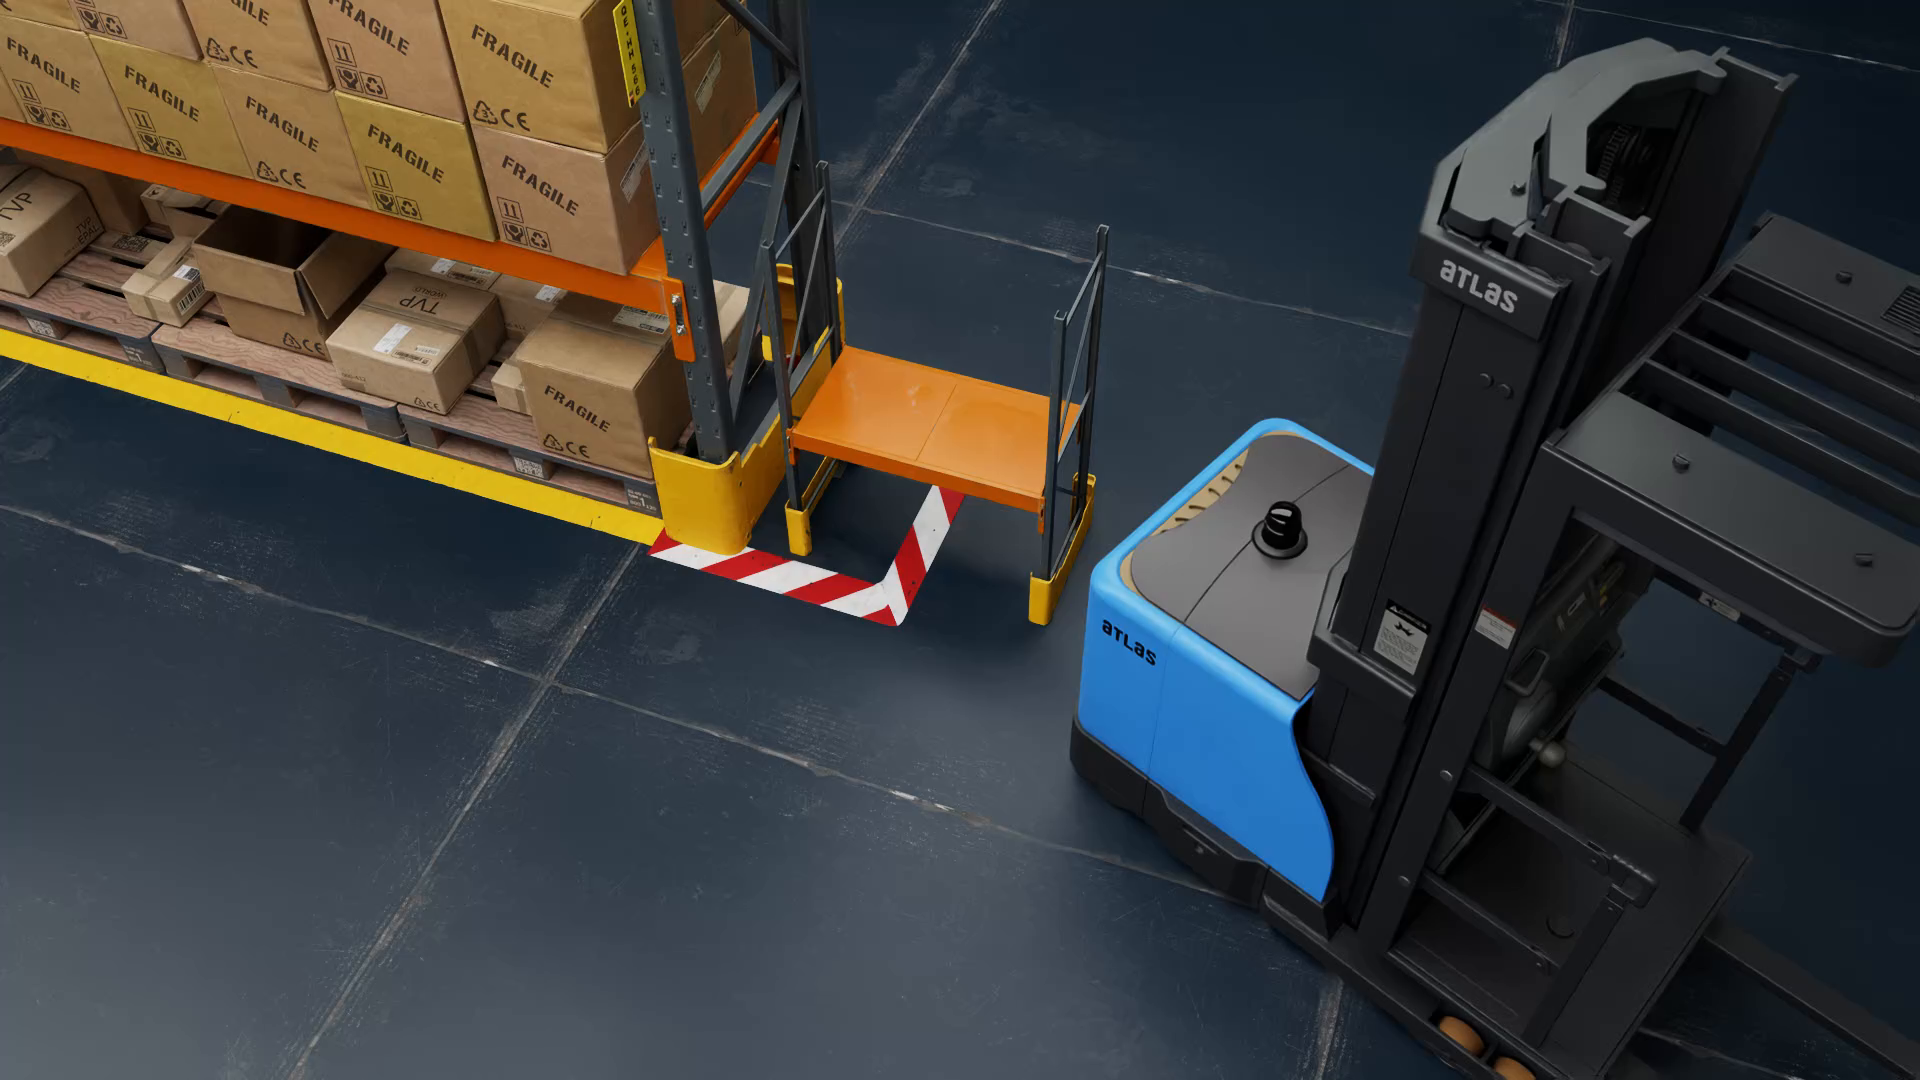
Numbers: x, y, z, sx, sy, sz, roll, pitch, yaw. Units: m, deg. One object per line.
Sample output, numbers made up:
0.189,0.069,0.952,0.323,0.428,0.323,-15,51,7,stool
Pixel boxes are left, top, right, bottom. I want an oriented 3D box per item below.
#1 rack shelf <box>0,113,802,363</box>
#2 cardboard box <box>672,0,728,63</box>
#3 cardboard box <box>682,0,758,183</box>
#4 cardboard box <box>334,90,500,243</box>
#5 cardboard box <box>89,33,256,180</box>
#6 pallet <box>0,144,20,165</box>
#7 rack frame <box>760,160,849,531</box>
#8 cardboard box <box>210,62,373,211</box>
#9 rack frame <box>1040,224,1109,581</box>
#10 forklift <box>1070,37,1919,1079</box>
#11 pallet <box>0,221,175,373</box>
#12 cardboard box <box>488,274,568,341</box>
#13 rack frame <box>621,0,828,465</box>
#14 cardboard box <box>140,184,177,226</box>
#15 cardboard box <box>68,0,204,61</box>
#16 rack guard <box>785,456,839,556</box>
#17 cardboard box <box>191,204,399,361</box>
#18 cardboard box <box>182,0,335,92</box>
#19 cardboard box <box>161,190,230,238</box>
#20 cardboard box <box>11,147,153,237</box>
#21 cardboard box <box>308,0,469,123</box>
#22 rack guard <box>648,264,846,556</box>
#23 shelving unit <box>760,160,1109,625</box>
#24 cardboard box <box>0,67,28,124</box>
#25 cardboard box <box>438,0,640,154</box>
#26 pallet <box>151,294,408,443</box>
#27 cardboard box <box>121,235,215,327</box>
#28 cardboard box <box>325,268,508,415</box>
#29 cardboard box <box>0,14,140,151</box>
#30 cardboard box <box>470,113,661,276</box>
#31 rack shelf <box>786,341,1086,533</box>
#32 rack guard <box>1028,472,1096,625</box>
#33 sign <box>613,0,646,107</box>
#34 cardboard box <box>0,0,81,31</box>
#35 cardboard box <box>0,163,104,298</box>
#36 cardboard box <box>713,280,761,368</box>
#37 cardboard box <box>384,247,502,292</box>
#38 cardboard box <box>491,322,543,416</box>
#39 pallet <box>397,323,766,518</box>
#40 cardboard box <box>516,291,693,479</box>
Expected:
-2.638,-1.634,6.524,4.000,0.370,1.077,16,51,13,rack shelf
-1.086,-2.009,5.645,0.500,0.500,0.500,17,51,14,cardboard box
-1.086,-1.682,6.023,0.500,0.500,0.500,17,51,14,cardboard box
-1.764,-1.436,5.810,0.500,0.500,0.500,16,51,13,cardboard box
-2.703,-1.703,6.041,0.500,0.500,0.500,15,51,13,cardboard box
-5.290,-1.666,7.921,1.213,0.211,1.003,16,51,13,pallet
-0.557,-0.647,6.185,0.032,1.500,0.500,16,51,13,rack frame
-2.230,-1.571,5.927,0.500,0.500,0.500,16,51,13,cardboard box
0.397,-0.380,5.954,0.032,1.500,0.500,16,51,13,rack frame
1.812,0.331,4.390,3.031,2.935,1.130,35,57,26,forklift
-3.870,-1.299,7.603,1.213,0.211,1.003,16,51,13,pallet
-1.642,-1.064,7.082,0.500,0.250,0.500,16,51,13,cardboard box
-0.761,-1.346,5.798,0.127,3.000,1.000,16,51,13,rack frame
-3.508,-1.600,7.614,0.250,0.149,0.380,16,51,13,cardboard box
-2.718,-2.026,5.660,0.500,0.500,0.500,17,51,14,cardboard box
-0.539,-0.232,6.652,0.087,0.250,0.587,16,51,13,rack guard
-2.750,-1.231,7.060,0.637,0.503,0.797,16,51,13,cardboard box
-2.236,-1.892,5.543,0.500,0.500,0.500,17,51,14,cardboard box
-3.177,-1.512,7.430,0.500,0.311,0.500,16,51,13,cardboard box
-3.881,-1.770,7.529,0.500,0.500,0.500,16,51,13,cardboard box
-1.748,-1.759,5.428,0.500,0.500,0.500,17,51,14,cardboard box
-0.833,-0.547,6.760,0.348,0.500,1.175,16,51,13,rack guard
-0.072,-0.511,6.067,1.083,1.500,0.587,16,51,13,shelving unit
-3.649,-1.967,6.271,0.500,0.500,0.500,16,51,14,cardboard box
-1.274,-1.628,5.314,0.500,0.500,0.500,15,51,13,cardboard box
-2.721,-0.981,7.327,1.213,0.211,1.003,16,51,13,pallet
-3.380,-1.127,7.192,0.250,0.166,0.380,16,51,13,cardboard box
-2.238,-0.827,6.877,0.500,0.250,0.500,16,51,13,cardboard box
-3.180,-1.835,6.156,0.500,0.500,0.500,15,51,13,cardboard box
-1.276,-1.303,5.695,0.500,0.500,0.500,17,51,14,cardboard box
-0.080,-0.396,6.205,1.000,0.185,0.538,16,51,13,rack shelf
0.396,0.029,6.426,0.087,0.250,0.587,16,51,13,rack guard
-0.973,-1.440,4.904,0.005,0.325,0.100,16,51,13,sign
-3.203,-2.161,5.777,0.500,0.500,0.500,14,51,12,cardboard box
-4.195,-1.393,7.327,0.500,0.311,0.500,16,51,13,cardboard box
-1.035,-0.909,7.015,0.250,0.149,0.380,16,51,13,cardboard box
-2.111,-1.195,7.195,0.500,0.250,0.500,16,51,13,cardboard box
-1.706,-0.699,6.822,0.250,0.166,0.380,16,51,13,cardboard box
-1.581,-0.660,7.049,1.213,0.211,1.003,16,51,13,pallet
-1.357,-0.639,6.548,0.500,0.500,0.500,16,51,13,cardboard box
